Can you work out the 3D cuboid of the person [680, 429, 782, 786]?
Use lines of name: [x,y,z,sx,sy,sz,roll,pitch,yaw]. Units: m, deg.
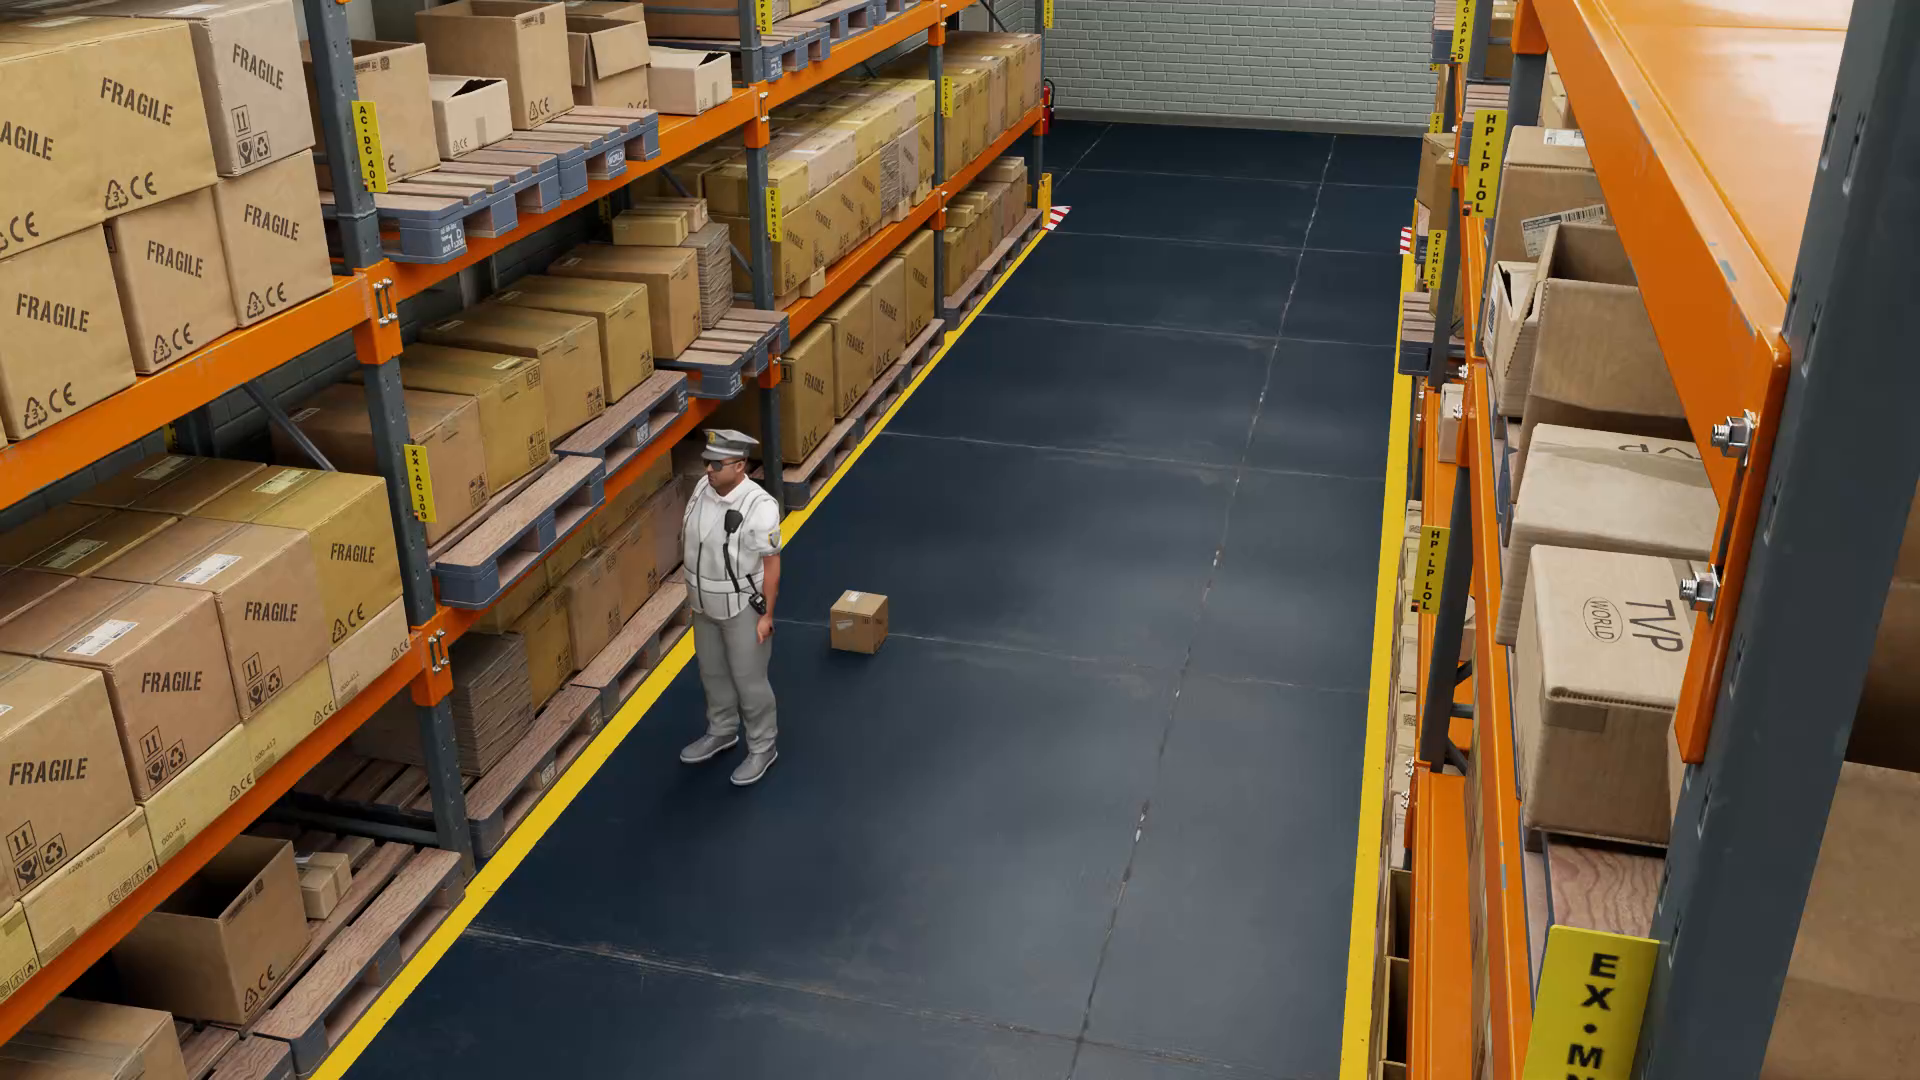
person: [-1.098,0.297,7.944,0.518,1.775,0.405,17,30,32]
